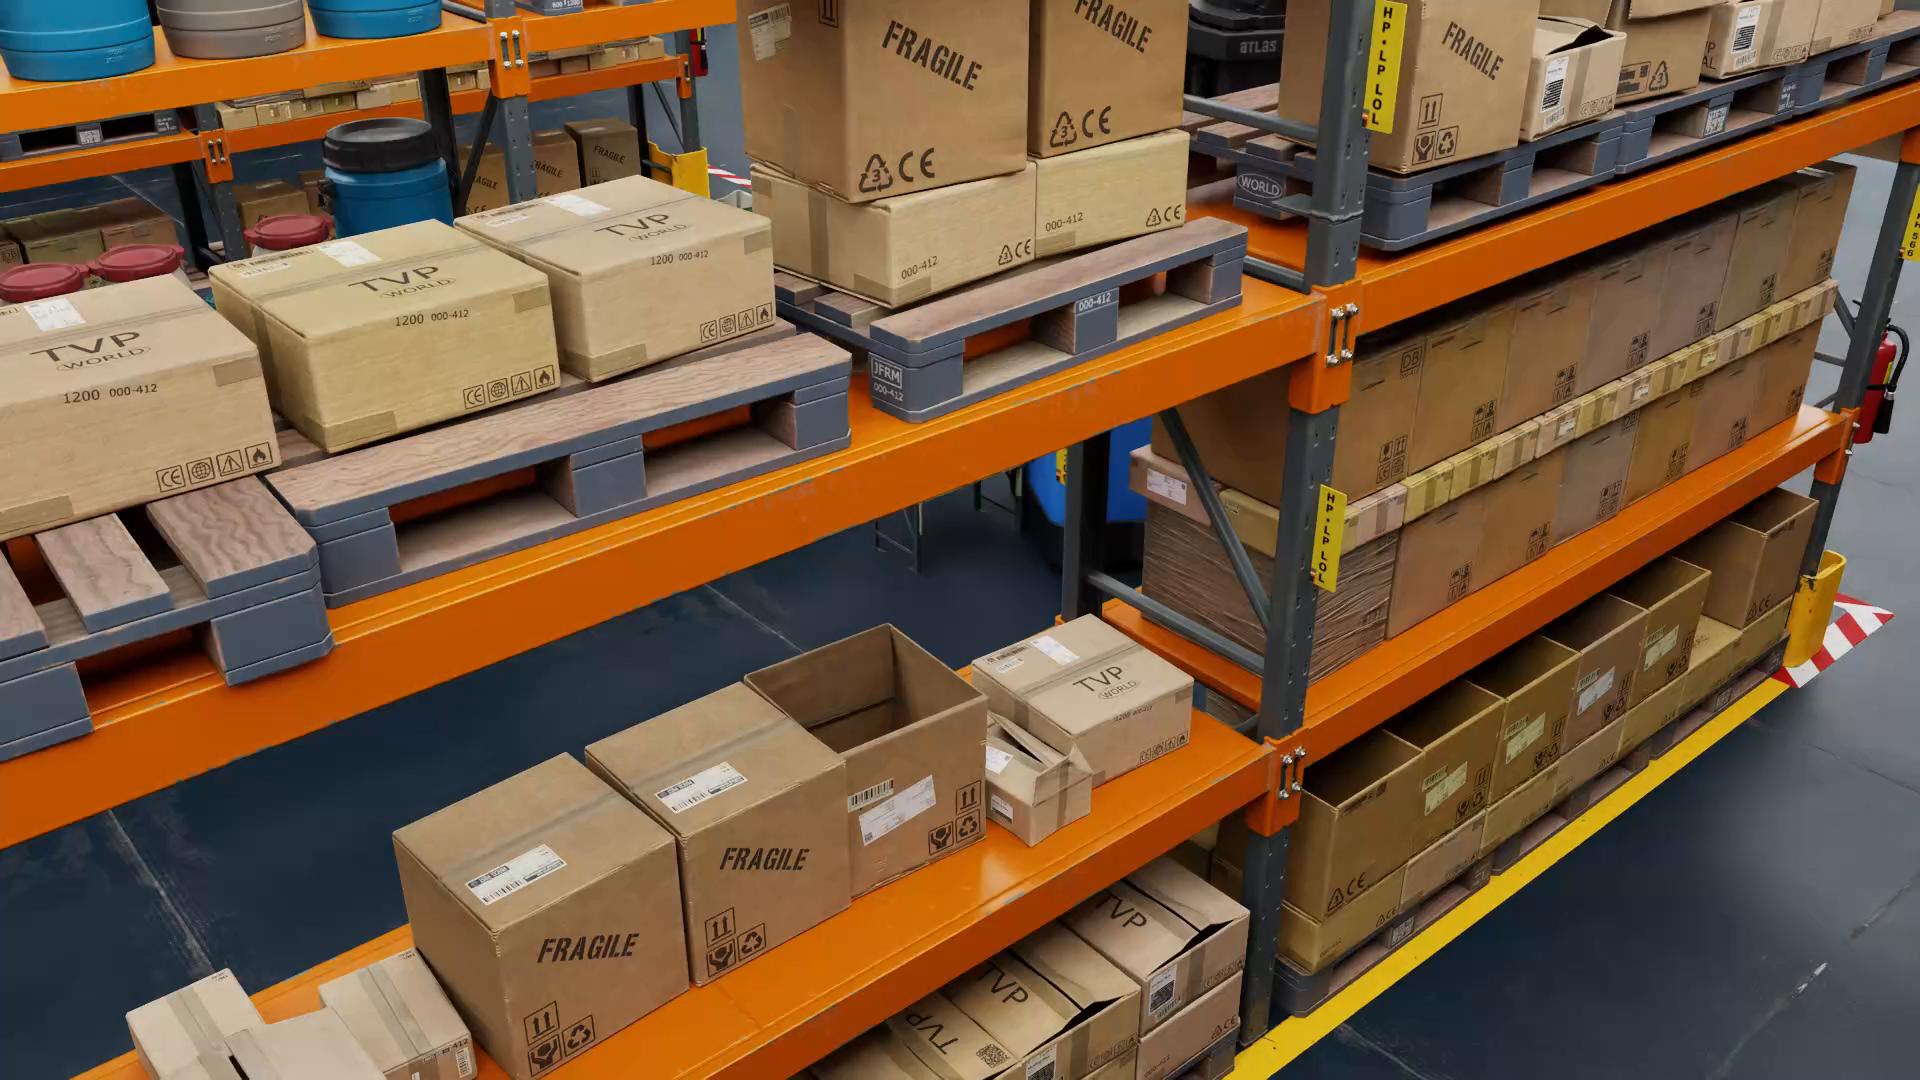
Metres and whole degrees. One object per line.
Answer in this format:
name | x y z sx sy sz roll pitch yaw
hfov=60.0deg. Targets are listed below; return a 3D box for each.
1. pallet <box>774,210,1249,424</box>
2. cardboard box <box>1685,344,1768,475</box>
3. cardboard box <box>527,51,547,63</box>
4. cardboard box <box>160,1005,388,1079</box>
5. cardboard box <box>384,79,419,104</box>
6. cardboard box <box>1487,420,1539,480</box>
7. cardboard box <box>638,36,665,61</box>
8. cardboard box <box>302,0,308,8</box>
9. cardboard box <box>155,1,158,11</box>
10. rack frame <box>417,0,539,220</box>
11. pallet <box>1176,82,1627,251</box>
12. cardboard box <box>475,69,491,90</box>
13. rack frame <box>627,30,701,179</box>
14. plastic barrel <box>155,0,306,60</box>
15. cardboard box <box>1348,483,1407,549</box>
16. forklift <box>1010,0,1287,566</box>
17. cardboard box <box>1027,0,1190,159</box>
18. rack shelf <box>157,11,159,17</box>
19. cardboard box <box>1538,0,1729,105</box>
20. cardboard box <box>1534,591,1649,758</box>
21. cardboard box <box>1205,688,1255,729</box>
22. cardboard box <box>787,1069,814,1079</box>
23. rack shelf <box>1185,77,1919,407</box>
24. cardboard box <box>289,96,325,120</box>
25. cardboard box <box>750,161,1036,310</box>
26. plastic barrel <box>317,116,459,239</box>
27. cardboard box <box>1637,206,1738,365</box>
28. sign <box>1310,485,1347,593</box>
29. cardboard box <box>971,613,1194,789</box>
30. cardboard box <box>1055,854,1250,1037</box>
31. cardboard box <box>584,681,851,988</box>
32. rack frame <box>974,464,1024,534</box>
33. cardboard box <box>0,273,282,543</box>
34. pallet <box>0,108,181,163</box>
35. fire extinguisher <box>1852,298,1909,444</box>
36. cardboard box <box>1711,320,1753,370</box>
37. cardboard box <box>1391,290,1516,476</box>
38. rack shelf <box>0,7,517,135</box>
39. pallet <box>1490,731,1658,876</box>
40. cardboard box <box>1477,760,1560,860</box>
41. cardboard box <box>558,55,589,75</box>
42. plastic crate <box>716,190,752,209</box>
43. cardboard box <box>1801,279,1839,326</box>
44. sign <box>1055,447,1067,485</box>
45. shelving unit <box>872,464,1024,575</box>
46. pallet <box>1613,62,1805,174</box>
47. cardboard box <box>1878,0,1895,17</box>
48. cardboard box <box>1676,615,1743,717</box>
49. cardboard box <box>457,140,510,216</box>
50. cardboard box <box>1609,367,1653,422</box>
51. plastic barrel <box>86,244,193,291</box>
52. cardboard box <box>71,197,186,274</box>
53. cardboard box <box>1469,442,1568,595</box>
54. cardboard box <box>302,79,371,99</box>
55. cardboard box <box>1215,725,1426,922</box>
pallet | 0.066 -0.683 4.366 1.217 0.209 0.805 -24 36 -37
cardboard box | 3.012 -0.686 7.246 0.500 0.500 0.700 -21 34 -34
cardboard box | -3.803 -4.179 13.466 0.500 0.500 0.875 -22 35 -35
cardboard box | -1.508 1.340 3.655 0.500 0.311 0.500 -22 35 -35
cardboard box | -4.405 -3.511 12.903 0.250 0.149 0.380 -22 35 -35
cardboard box | 1.835 -0.375 5.975 0.250 0.149 0.380 -23 36 -36
cardboard box | -2.738 -4.224 14.238 0.250 0.149 0.380 -22 35 -35
cardboard box | -4.812 -4.089 12.236 0.500 0.500 0.500 -22 35 -35
cardboard box | -8.164 -5.441 16.090 0.550 0.550 0.875 -22 35 -35
rack frame | -2.484 -1.496 8.868 0.127 3.000 1.000 -22 35 -35
pallet | 1.361 -1.273 5.361 1.213 0.211 1.003 -22 35 -35
cardboard box | -3.811 -3.727 13.309 0.250 0.149 0.380 -22 35 -35
rack frame | -2.655 -4.496 14.480 0.127 3.000 1.000 -22 35 -35
plastic barrel | -3.227 -2.607 7.231 0.600 0.901 0.600 0 28 0
cardboard box | 1.249 -0.139 5.533 0.250 0.149 0.380 -21 35 -34
forklift | 1.863 -1.462 8.876 3.031 2.935 1.130 -5 29 -10
cardboard box | 0.234 -1.317 4.268 0.500 0.500 0.500 -21 35 -34
rack shelf | -7.319 -5.376 16.891 4.000 0.370 1.077 -22 35 -35
cardboard box | 2.063 -1.793 5.537 0.637 0.503 0.797 -18 33 -30
cardboard box | 2.424 0.488 6.830 0.500 0.500 0.500 -22 35 -35
cardboard box | 1.327 0.609 6.605 0.500 0.500 0.500 -22 35 -35
cardboard box | -0.551 1.753 4.663 0.500 0.311 0.500 -22 35 -36
rack shelf | 2.250 -1.337 6.149 4.000 0.370 1.077 -22 35 -35
cardboard box | -4.969 -3.278 12.467 0.250 0.149 0.380 -22 35 -35
cardboard box | -0.163 -0.807 4.109 0.500 0.250 0.500 24 37 38
plastic barrel | -2.974 -1.708 8.732 0.708 0.901 0.600 -22 35 -35
cardboard box | 2.588 -1.087 6.620 0.500 0.500 0.700 -22 35 -35
sign | 1.088 -0.003 4.929 0.005 0.325 0.100 -22 35 -35
cardboard box | 0.382 0.513 5.266 0.500 0.250 0.500 -19 34 -32
cardboard box | 0.606 1.288 5.535 0.500 0.311 0.500 -22 35 -35
cardboard box | -0.648 0.780 4.501 0.500 0.500 0.500 -22 35 -35
rack frame | 0.215 -0.769 9.098 0.023 1.500 0.400 -22 35 -34
cardboard box | -1.619 -0.263 3.091 0.500 0.250 0.500 -21 34 -34
pallet | -6.374 -3.006 11.896 1.213 0.211 1.003 -22 35 -35
fire extinguisher | 4.163 -0.778 7.606 0.183 0.674 0.296 -22 35 -35
cardboard box | 3.019 -0.853 6.869 0.250 0.149 0.380 -21 35 -34
cardboard box | 1.446 -0.628 5.761 0.500 0.500 0.700 -22 35 -35
rack shelf | -4.005 -1.890 7.185 4.000 0.370 1.077 -22 35 -35
pallet | 2.289 0.907 7.328 1.213 0.211 1.003 -22 35 -35
cardboard box | 2.045 0.973 6.719 0.500 0.250 0.500 -22 35 -35
cardboard box | -3.286 -3.982 13.785 0.250 0.149 0.380 -22 35 -35
plastic crate | -1.413 -1.968 10.029 0.437 0.136 0.530 -22 35 -35
cardboard box | 3.604 -1.088 7.309 0.250 0.149 0.380 -23 35 -36
sign | 0.367 -0.334 5.691 0.005 0.325 0.100 -22 35 -35
shelving unit | -0.065 -0.659 8.891 0.755 1.500 0.431 -22 35 -34
pallet | 2.288 -1.645 6.056 1.213 0.211 1.003 -22 35 -35
cardboard box | 3.332 -2.384 6.642 0.637 0.503 0.797 -19 34 -32
cardboard box | 3.183 0.512 7.581 0.500 0.250 0.500 -22 35 -35
cardboard box | -4.062 -3.014 13.914 0.500 0.500 0.500 -18 33 -30
cardboard box | 2.426 -0.613 6.419 0.250 0.149 0.380 -22 35 -36
plastic barrel | -3.912 -1.118 8.015 0.433 0.535 0.433 0 28 0
cardboard box | -6.179 -2.184 12.339 0.500 0.500 0.700 -25 37 -39
cardboard box | 1.843 -0.217 6.367 0.500 0.500 0.700 -21 35 -34
cardboard box | -4.913 -3.703 12.576 0.500 0.500 0.875 -22 35 -35
cardboard box | 1.284 0.948 5.970 0.500 0.500 0.500 -22 35 -35
